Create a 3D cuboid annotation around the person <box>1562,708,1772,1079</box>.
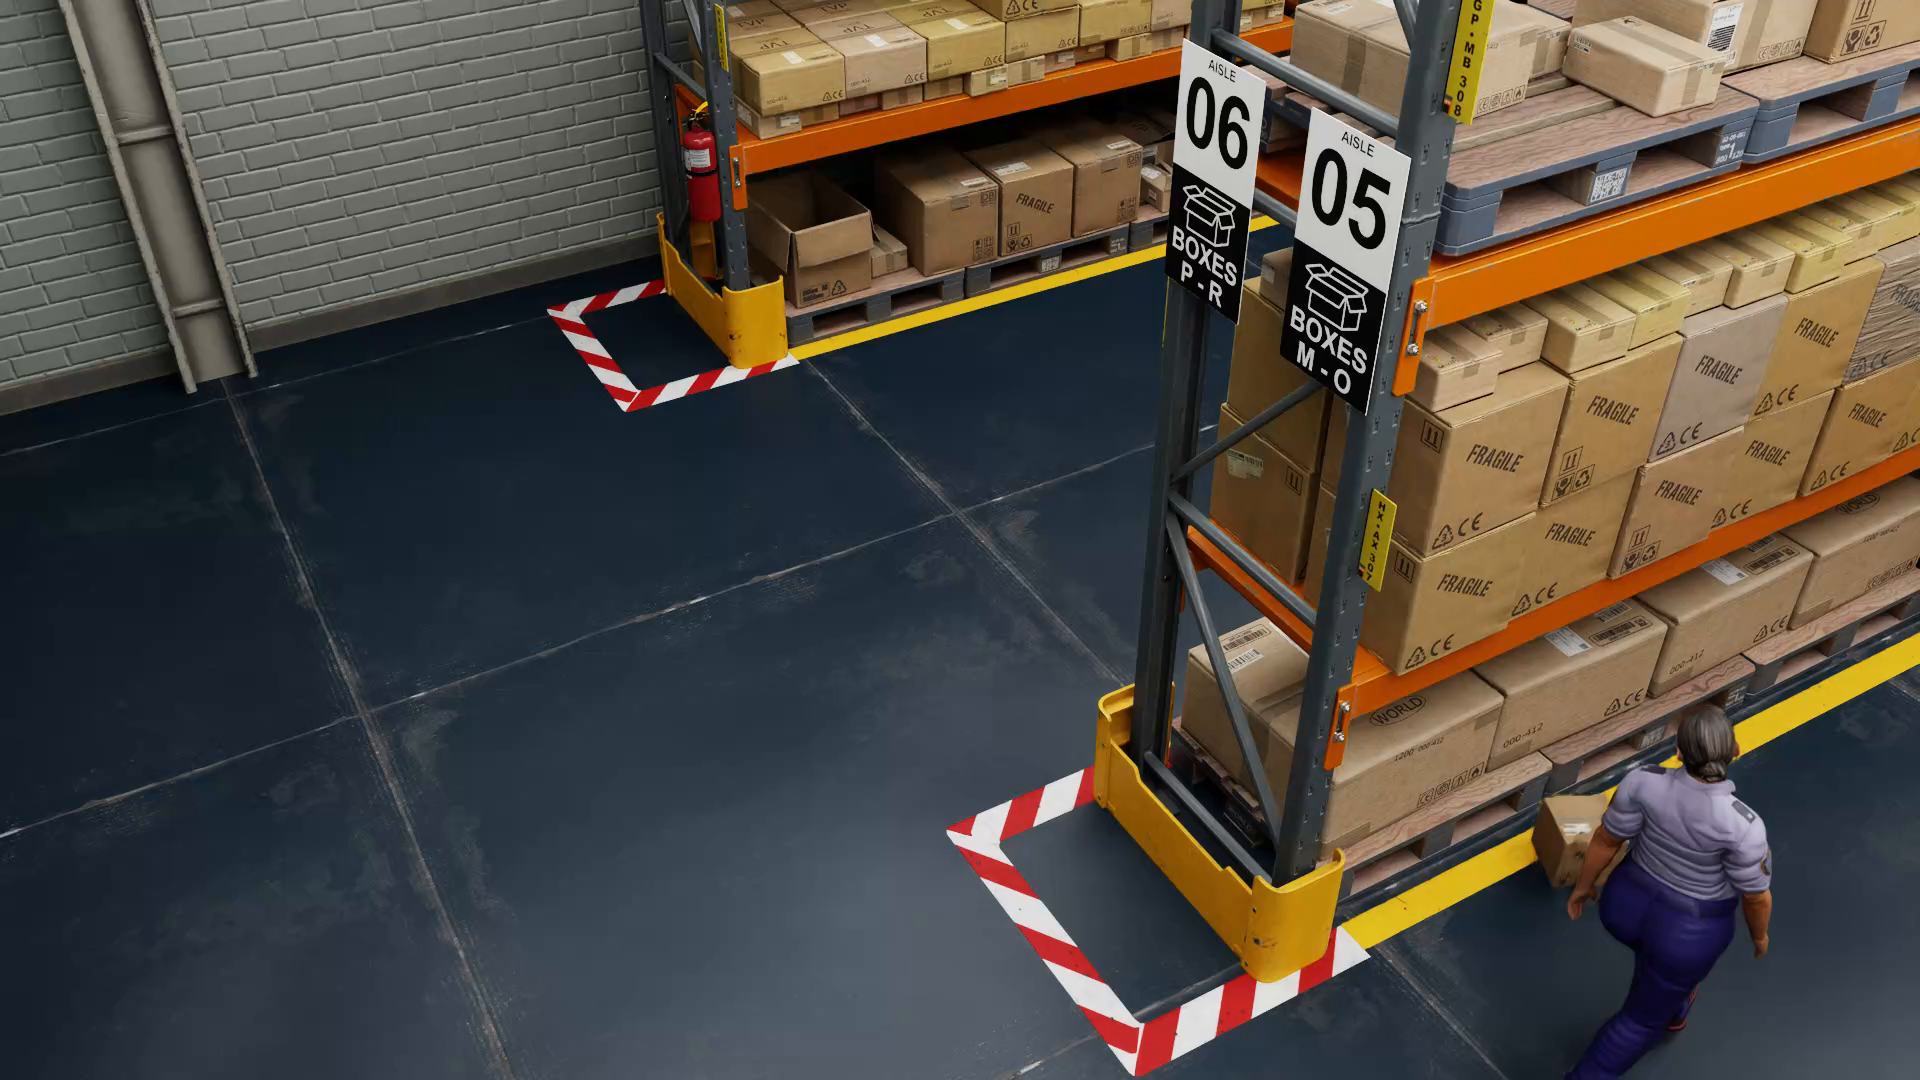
[{"bbox_3d":[2.330,1.174,5.386,0.942,1.588,0.528,-23,43,-28],"label":"person"}]
